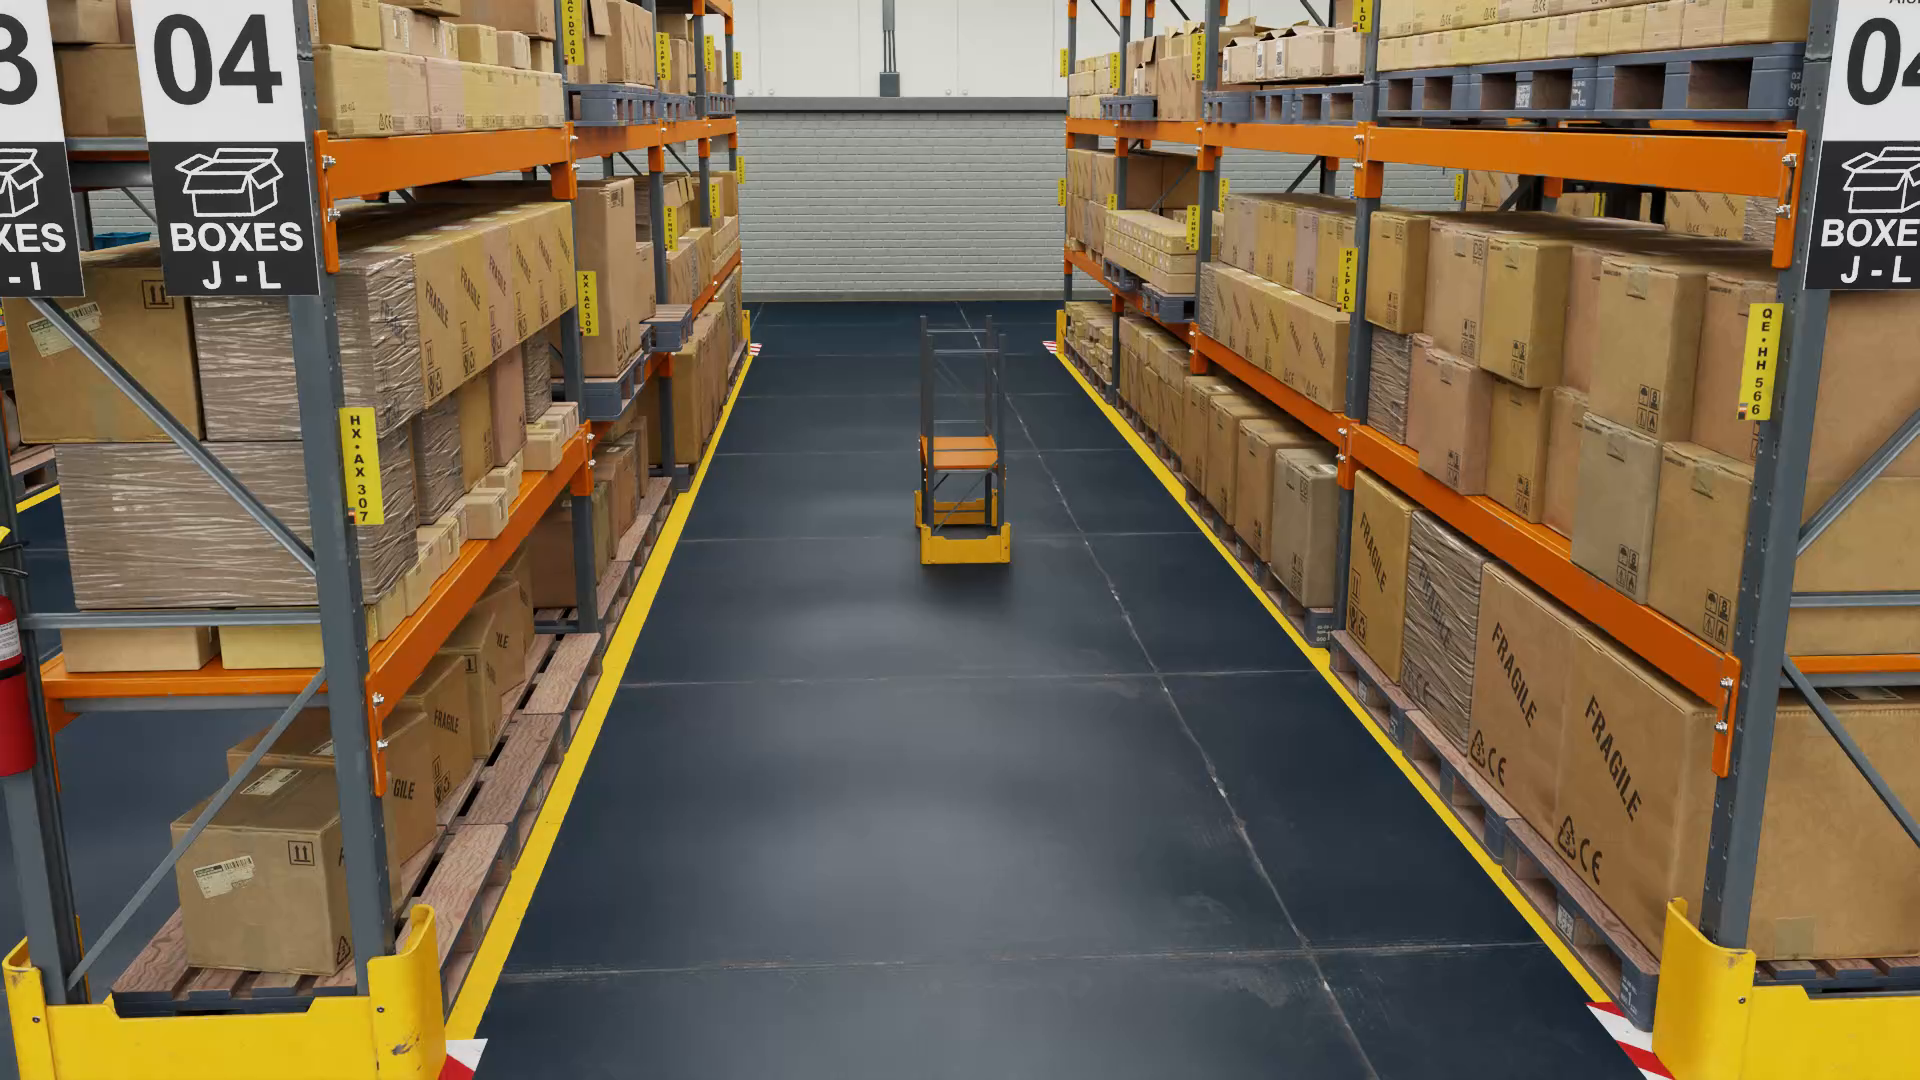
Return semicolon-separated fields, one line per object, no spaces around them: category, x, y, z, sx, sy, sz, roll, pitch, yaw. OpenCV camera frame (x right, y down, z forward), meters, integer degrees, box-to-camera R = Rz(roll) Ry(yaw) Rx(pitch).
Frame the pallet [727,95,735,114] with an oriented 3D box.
pallet;-3.117;-4.978;19.012;1.003;0.211;1.213;-1;14;-3

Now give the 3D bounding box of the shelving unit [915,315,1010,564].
shelving unit;0.005;-0.707;11.266;0.587;1.500;1.083;-1;14;-3

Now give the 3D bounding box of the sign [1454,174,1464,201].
sign;6.163;-4.356;20.540;0.100;0.325;0.005;-1;14;-3

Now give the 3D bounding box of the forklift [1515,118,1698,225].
forklift;4.803;-1.763;12.496;1.130;2.935;3.031;-1;14;-4

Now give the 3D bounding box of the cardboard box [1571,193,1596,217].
cardboard box;6.661;-3.556;17.122;0.500;0.500;0.500;-1;14;-4

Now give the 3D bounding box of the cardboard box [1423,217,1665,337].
cardboard box;2.666;-1.188;7.655;0.875;0.550;0.550;-1;14;-3

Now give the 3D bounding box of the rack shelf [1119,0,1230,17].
rack shelf;2.155;-4.675;13.883;1.077;0.370;4.000;-1;14;-3

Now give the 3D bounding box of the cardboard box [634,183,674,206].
cardboard box;-2.744;-2.641;13.559;0.797;0.503;0.637;-1;14;-2

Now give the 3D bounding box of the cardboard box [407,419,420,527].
cardboard box;-2.339;-0.225;5.585;0.875;0.500;0.500;-1;14;-3

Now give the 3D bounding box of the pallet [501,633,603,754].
pallet;-2.353;0.749;8.192;1.003;0.211;1.213;-1;14;-3

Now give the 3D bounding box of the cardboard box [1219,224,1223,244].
cardboard box;2.379;-2.563;13.936;0.380;0.149;0.250;0;14;-1

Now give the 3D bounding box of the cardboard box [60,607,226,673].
cardboard box;-2.406;0.281;4.920;0.380;0.149;0.250;-1;14;-3

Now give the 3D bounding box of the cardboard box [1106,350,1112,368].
cardboard box;1.694;-1.849;16.976;0.380;0.149;0.250;-1;14;-2

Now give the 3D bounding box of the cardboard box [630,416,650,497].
cardboard box;-2.616;-0.599;11.968;0.700;0.500;0.500;-2;15;-6

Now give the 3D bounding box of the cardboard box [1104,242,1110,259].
cardboard box;1.597;-2.786;15.995;0.380;0.149;0.250;-2;15;-6

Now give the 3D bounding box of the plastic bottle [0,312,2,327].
plastic bottle;-7.325;-1.739;12.514;0.152;0.276;0.135;-1;14;-3

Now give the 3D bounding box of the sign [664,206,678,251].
sign;-2.137;-2.296;12.265;0.100;0.325;0.005;-1;14;-3

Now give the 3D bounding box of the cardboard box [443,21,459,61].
cardboard box;-2.106;-1.869;6.251;0.380;0.149;0.250;-1;14;-5

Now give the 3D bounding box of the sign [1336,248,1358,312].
sign;1.986;-1.331;8.515;0.100;0.325;0.005;-1;14;-3

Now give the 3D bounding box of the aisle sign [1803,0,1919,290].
aisle sign;2.480;-1.061;4.415;0.394;0.787;0.004;-1;14;-3

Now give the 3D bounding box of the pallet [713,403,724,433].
pallet;-2.802;-1.216;15.831;1.003;0.211;1.213;-1;14;-3

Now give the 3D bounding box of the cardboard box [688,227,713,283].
cardboard box;-2.624;-2.694;15.776;0.500;0.500;0.500;-1;14;-3

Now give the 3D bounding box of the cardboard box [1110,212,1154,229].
cardboard box;1.620;-3.005;15.652;0.380;0.149;0.250;0;14;-2

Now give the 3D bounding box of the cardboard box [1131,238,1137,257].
cardboard box;1.696;-2.541;14.446;0.380;0.149;0.250;-1;14;-5

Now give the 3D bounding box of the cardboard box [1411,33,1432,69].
cardboard box;2.242;-2.180;7.421;0.380;0.149;0.250;-1;14;-4

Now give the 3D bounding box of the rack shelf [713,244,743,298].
rack shelf;-3.049;-2.907;18.247;1.077;0.370;4.000;-1;14;-3

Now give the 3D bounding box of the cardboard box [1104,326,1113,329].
cardboard box;1.733;-2.195;17.722;0.380;0.149;0.250;0;14;-2

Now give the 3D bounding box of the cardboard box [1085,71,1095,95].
cardboard box;1.637;-4.931;17.951;0.500;0.250;0.500;-1;14;-6

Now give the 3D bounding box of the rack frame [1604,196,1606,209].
rack frame;6.965;-2.911;16.819;1.000;3.000;0.127;-1;14;-3

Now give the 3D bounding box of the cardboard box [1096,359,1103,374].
cardboard box;1.653;-1.855;17.594;0.380;0.149;0.250;-1;14;-5

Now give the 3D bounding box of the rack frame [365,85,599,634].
rack frame;-2.430;-0.768;8.492;1.000;3.000;0.127;-1;14;-3

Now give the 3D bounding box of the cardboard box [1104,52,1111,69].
cardboard box;1.655;-4.824;16.732;0.380;0.149;0.250;-1;14;-4

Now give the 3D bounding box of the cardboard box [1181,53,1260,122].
cardboard box;1.990;-3.454;12.709;0.500;0.500;0.500;-1;14;-3

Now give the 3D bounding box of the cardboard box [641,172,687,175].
cardboard box;-3.382;-3.939;19.016;0.500;0.500;0.500;-1;14;-5

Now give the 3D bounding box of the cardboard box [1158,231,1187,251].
cardboard box;1.778;-2.361;13.152;0.380;0.149;0.250;-1;14;-4

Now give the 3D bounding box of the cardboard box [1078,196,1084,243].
cardboard box;1.612;-3.626;18.801;0.500;0.500;0.500;-1;14;-3

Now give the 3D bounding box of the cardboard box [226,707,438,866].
cardboard box;-2.275;0.930;6.065;0.500;0.500;0.500;3;15;11

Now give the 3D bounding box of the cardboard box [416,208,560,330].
cardboard box;-2.095;-1.213;7.416;0.500;0.500;0.500;-1;14;-3

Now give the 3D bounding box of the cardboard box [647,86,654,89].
cardboard box;-2.403;-3.028;11.558;0.500;0.250;0.500;-1;14;-3

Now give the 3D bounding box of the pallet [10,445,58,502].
pallet;-7.712;-0.531;13.168;1.003;0.211;1.213;-1;14;-3

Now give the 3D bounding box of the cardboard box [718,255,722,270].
cardboard box;-2.645;-2.846;17.070;0.380;0.149;0.250;0;14;-2

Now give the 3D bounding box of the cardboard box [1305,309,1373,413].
cardboard box;2.228;-0.994;9.168;0.500;0.500;0.500;-1;14;-4

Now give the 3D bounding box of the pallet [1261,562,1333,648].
pallet;2.404;0.340;9.781;1.003;0.211;1.213;-1;14;-3

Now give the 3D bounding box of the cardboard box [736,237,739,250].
cardboard box;-2.805;-3.483;19.547;0.380;0.149;0.250;-1;14;-3

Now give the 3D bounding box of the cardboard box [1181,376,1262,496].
cardboard box;2.227;-0.775;12.192;1.050;0.750;0.750;-1;14;-4

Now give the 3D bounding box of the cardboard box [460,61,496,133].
cardboard box;-2.056;-1.658;6.232;0.500;0.250;0.500;0;14;-2

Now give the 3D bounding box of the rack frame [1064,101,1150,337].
rack frame;1.783;-3.804;20.291;1.000;3.000;0.127;-1;14;-3

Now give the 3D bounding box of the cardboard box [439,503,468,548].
cardboard box;-2.046;-0.037;6.154;0.380;0.149;0.250;-1;14;-3

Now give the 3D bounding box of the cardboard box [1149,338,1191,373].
cardboard box;1.917;-1.588;14.349;0.500;0.250;0.500;-1;14;-2

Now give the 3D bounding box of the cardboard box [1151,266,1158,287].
cardboard box;1.760;-2.137;13.475;0.380;0.149;0.250;-1;14;-2

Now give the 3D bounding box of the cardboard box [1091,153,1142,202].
cardboard box;1.677;-3.855;17.683;0.500;0.500;0.500;-1;14;-2

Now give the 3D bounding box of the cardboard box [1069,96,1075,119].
cardboard box;1.556;-5.068;19.487;0.500;0.250;0.500;0;14;-1

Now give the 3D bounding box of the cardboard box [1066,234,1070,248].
cardboard box;1.476;-3.597;19.989;0.380;0.149;0.250;-1;14;-4

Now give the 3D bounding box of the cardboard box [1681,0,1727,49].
cardboard box;2.401;-1.548;4.963;0.380;0.149;0.250;-1;14;-3

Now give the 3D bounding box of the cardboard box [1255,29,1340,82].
cardboard box;2.167;-3.040;10.437;0.500;0.311;0.500;-1;14;-4
